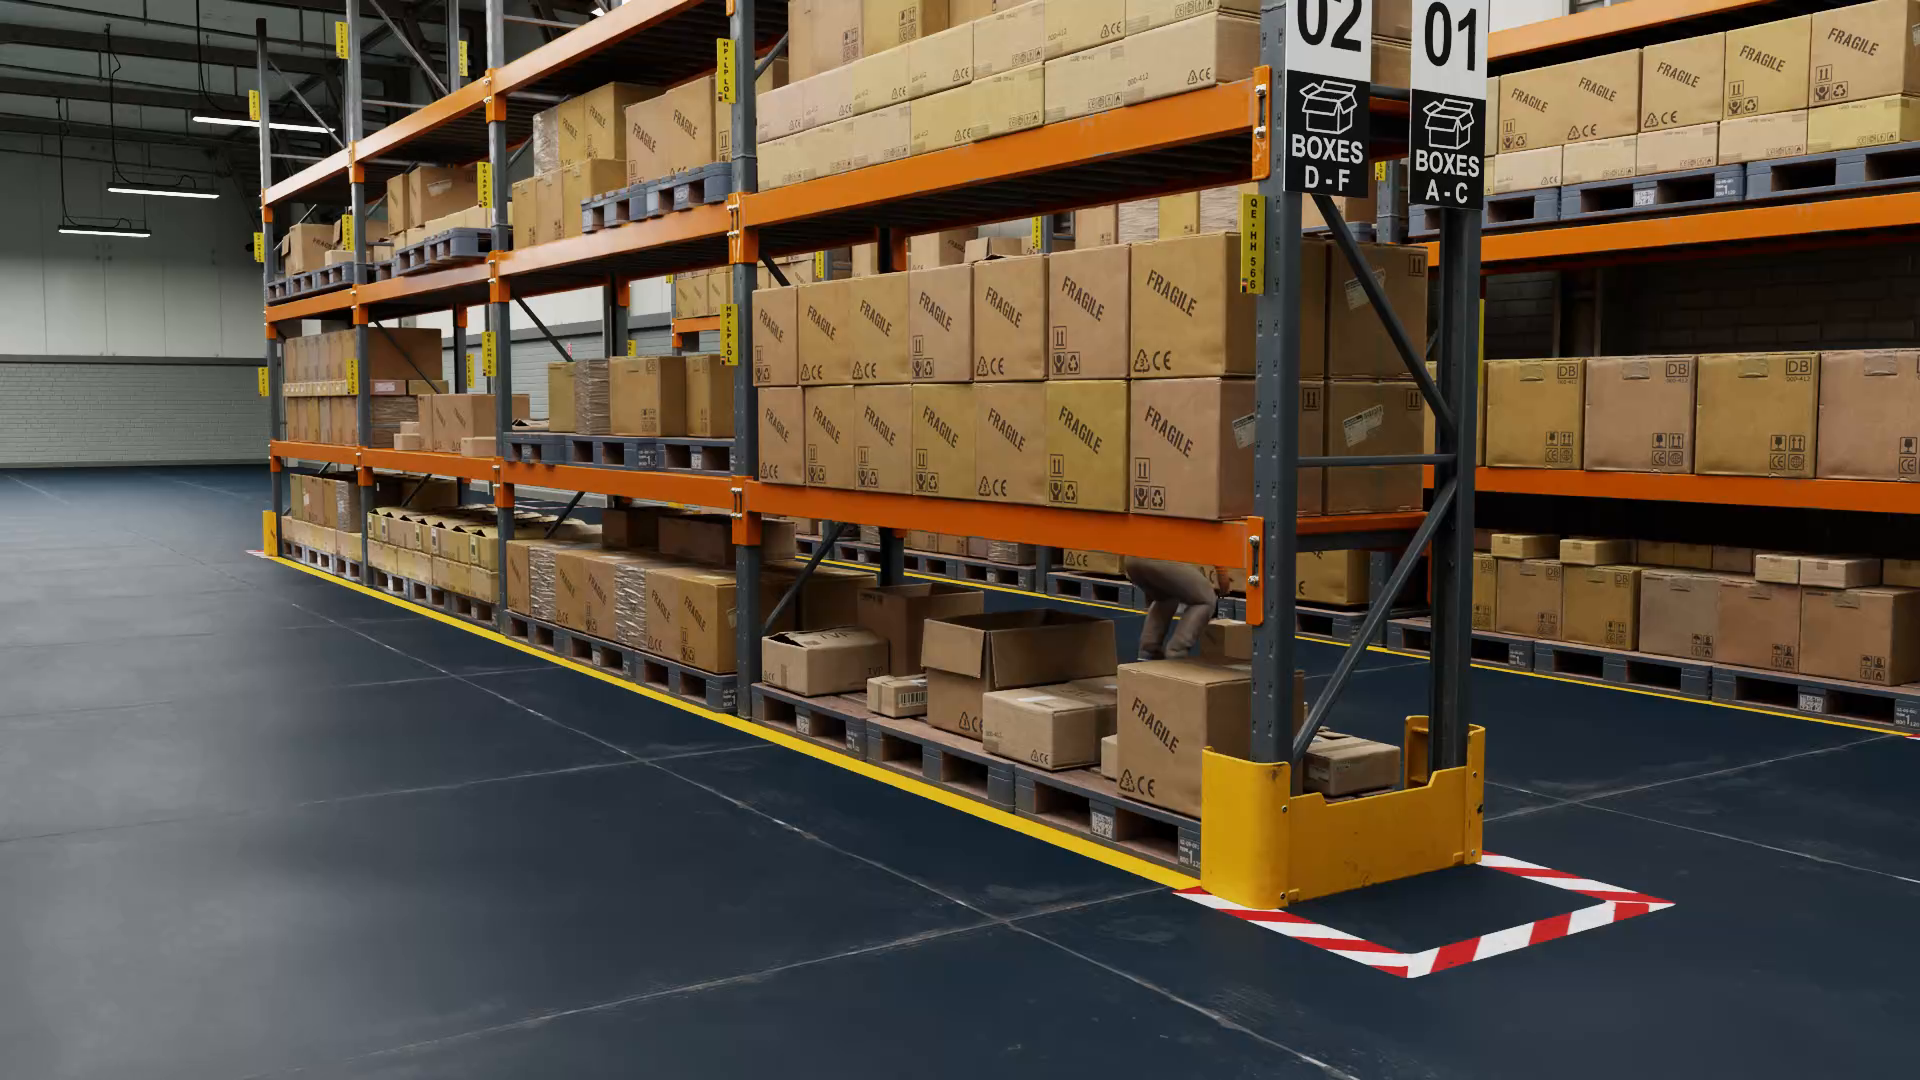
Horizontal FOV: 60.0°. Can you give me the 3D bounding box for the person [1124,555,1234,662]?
[{"bbox_3d":[1.413,0.152,10.946,0.741,1.349,0.590,-3,6,-34],"label":"person"}]
